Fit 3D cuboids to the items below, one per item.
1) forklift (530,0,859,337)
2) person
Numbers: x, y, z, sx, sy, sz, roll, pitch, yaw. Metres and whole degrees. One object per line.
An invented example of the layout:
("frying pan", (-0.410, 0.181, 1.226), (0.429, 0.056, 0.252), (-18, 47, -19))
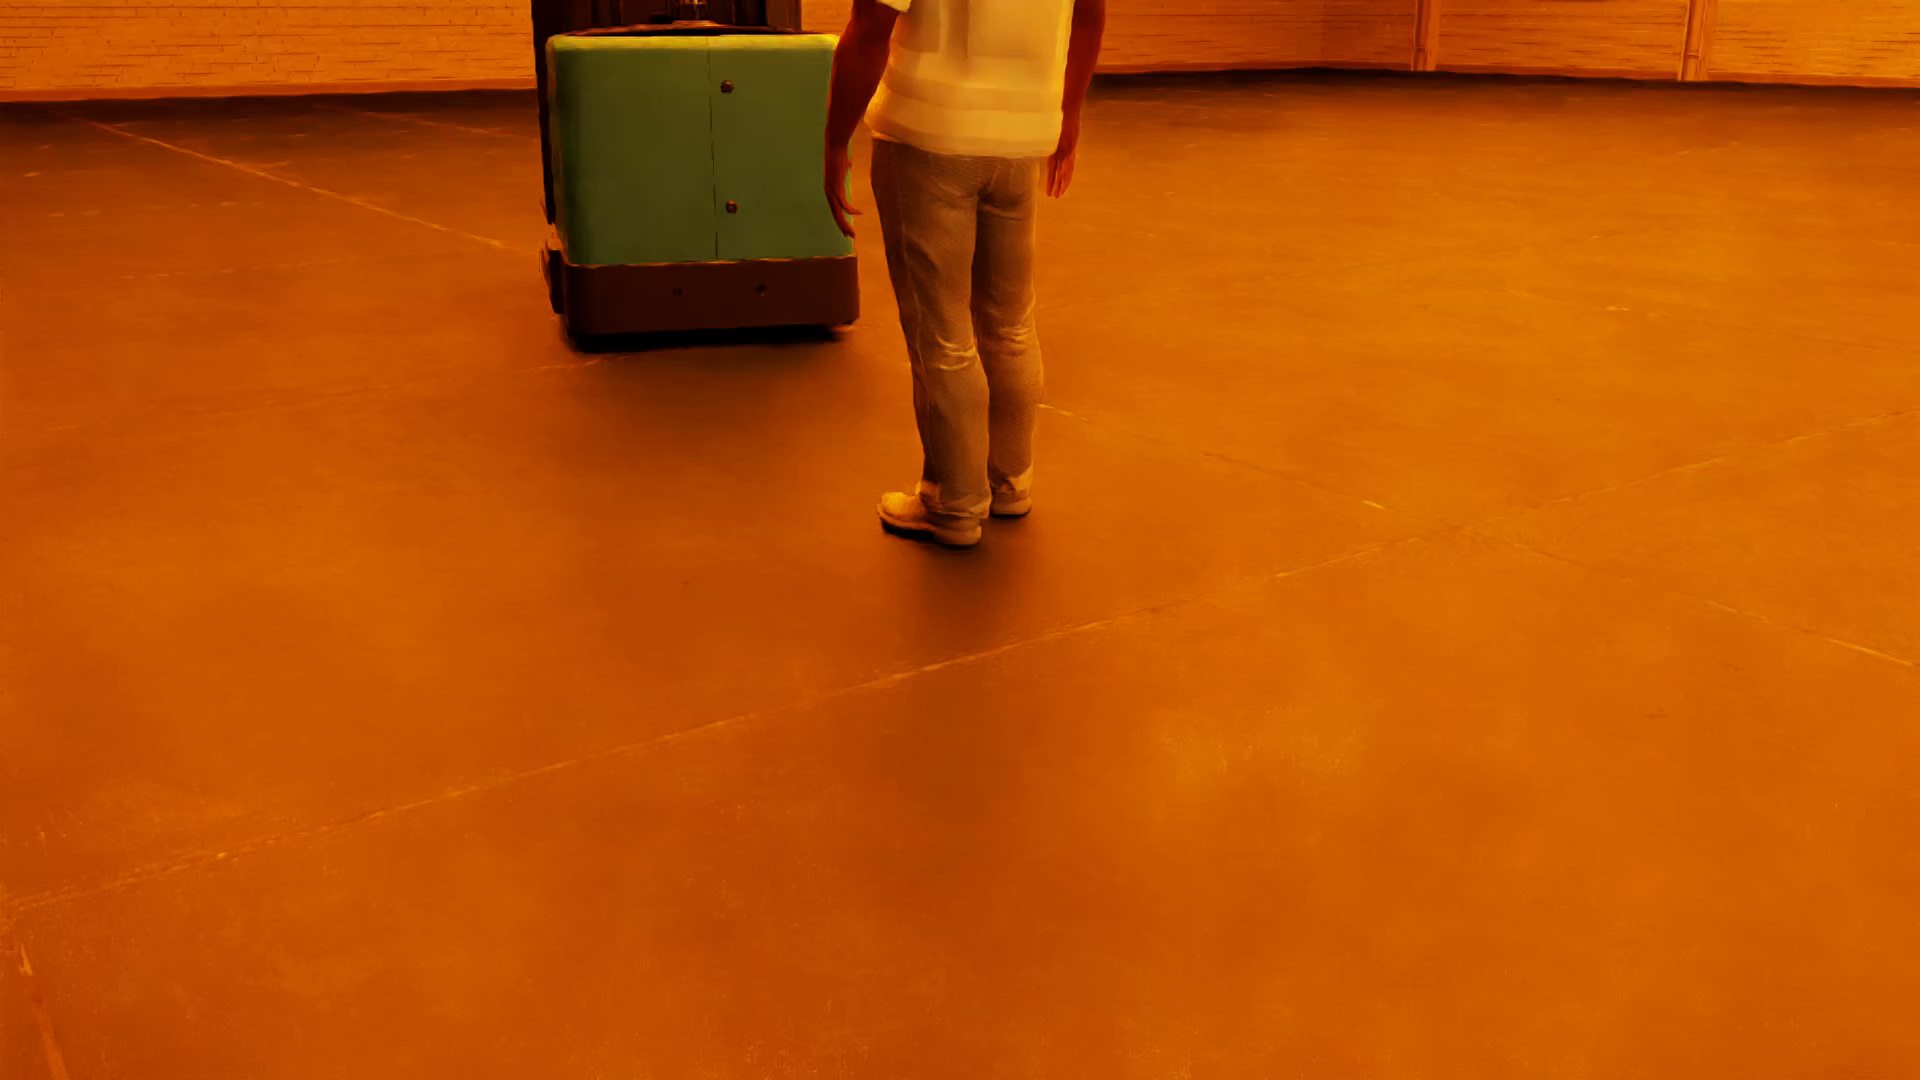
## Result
("forklift", (-1.259, -2.528, 6.921), (1.130, 2.935, 3.031), (-5, 18, -15))
("person", (-0.036, -0.867, 3.592), (0.665, 1.766, 0.576), (-12, 21, -34))
